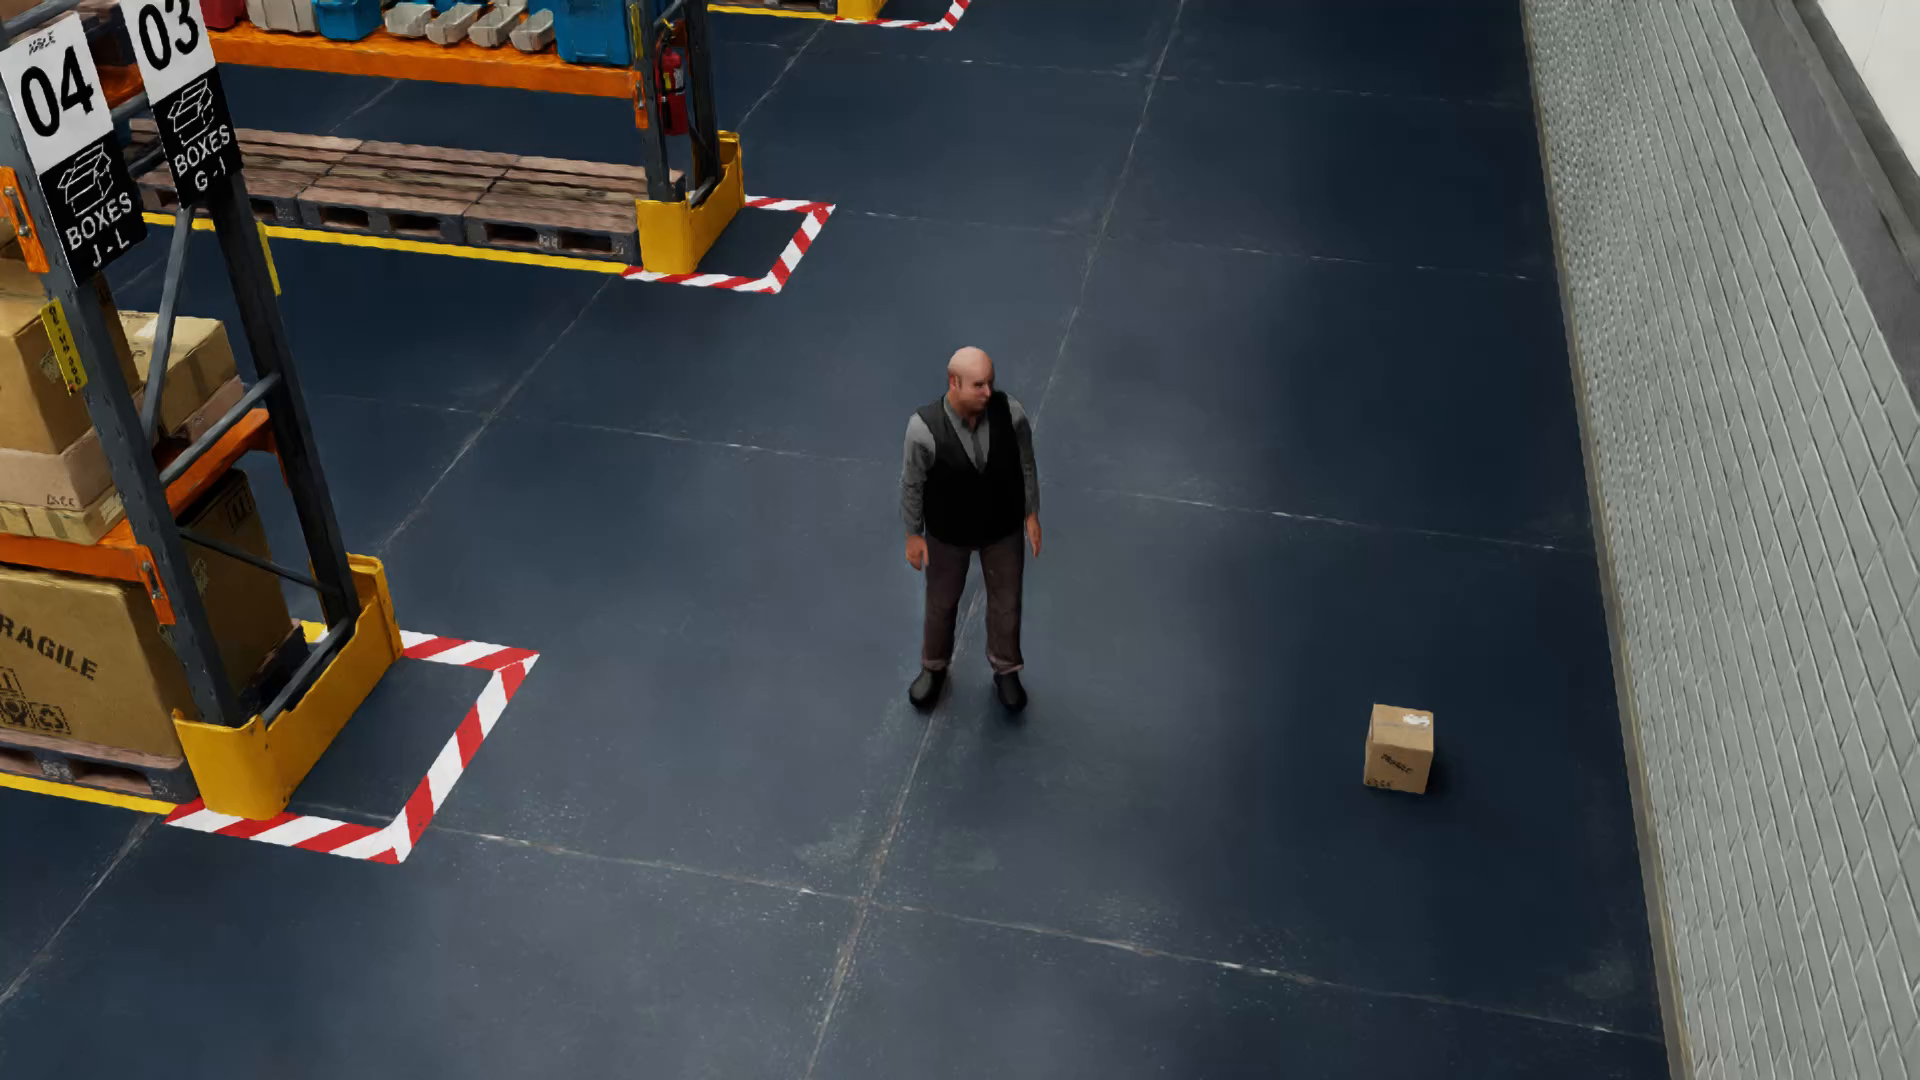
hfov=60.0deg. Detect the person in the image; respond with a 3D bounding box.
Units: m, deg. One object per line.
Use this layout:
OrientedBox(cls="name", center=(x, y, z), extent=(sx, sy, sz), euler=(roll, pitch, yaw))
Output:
OrientedBox(cls="person", center=(0.055, -0.018, 6.964), extent=(0.591, 1.731, 0.470), euler=(-9, 37, -12))
